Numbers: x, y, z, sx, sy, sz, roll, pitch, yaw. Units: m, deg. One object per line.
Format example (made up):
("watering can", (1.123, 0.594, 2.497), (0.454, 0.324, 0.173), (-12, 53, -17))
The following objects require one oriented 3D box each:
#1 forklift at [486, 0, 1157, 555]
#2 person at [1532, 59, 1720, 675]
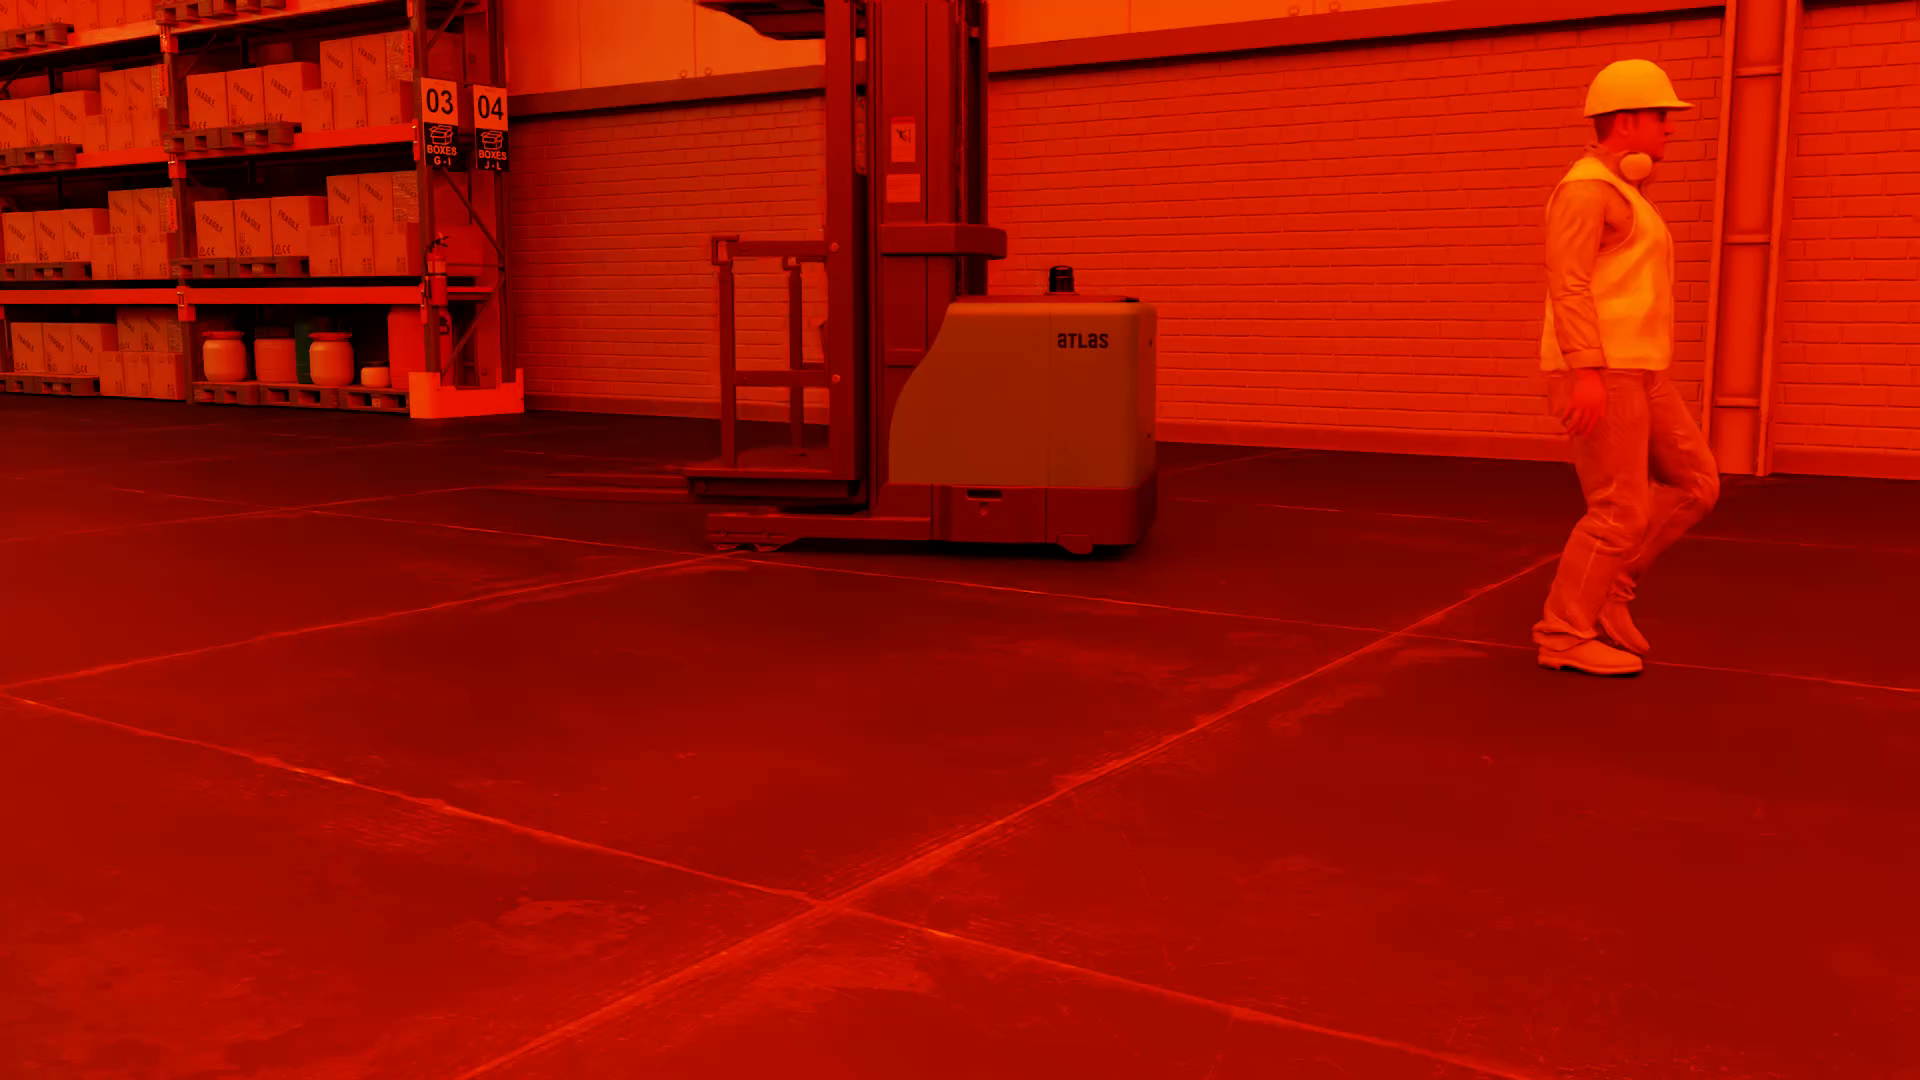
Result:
("forklift", (-0.645, -1.470, 7.530), (3.031, 2.935, 1.130), (2, 8, 12))
("person", (1.948, -0.490, 4.826), (0.484, 1.757, 0.655), (4, 9, 29))
